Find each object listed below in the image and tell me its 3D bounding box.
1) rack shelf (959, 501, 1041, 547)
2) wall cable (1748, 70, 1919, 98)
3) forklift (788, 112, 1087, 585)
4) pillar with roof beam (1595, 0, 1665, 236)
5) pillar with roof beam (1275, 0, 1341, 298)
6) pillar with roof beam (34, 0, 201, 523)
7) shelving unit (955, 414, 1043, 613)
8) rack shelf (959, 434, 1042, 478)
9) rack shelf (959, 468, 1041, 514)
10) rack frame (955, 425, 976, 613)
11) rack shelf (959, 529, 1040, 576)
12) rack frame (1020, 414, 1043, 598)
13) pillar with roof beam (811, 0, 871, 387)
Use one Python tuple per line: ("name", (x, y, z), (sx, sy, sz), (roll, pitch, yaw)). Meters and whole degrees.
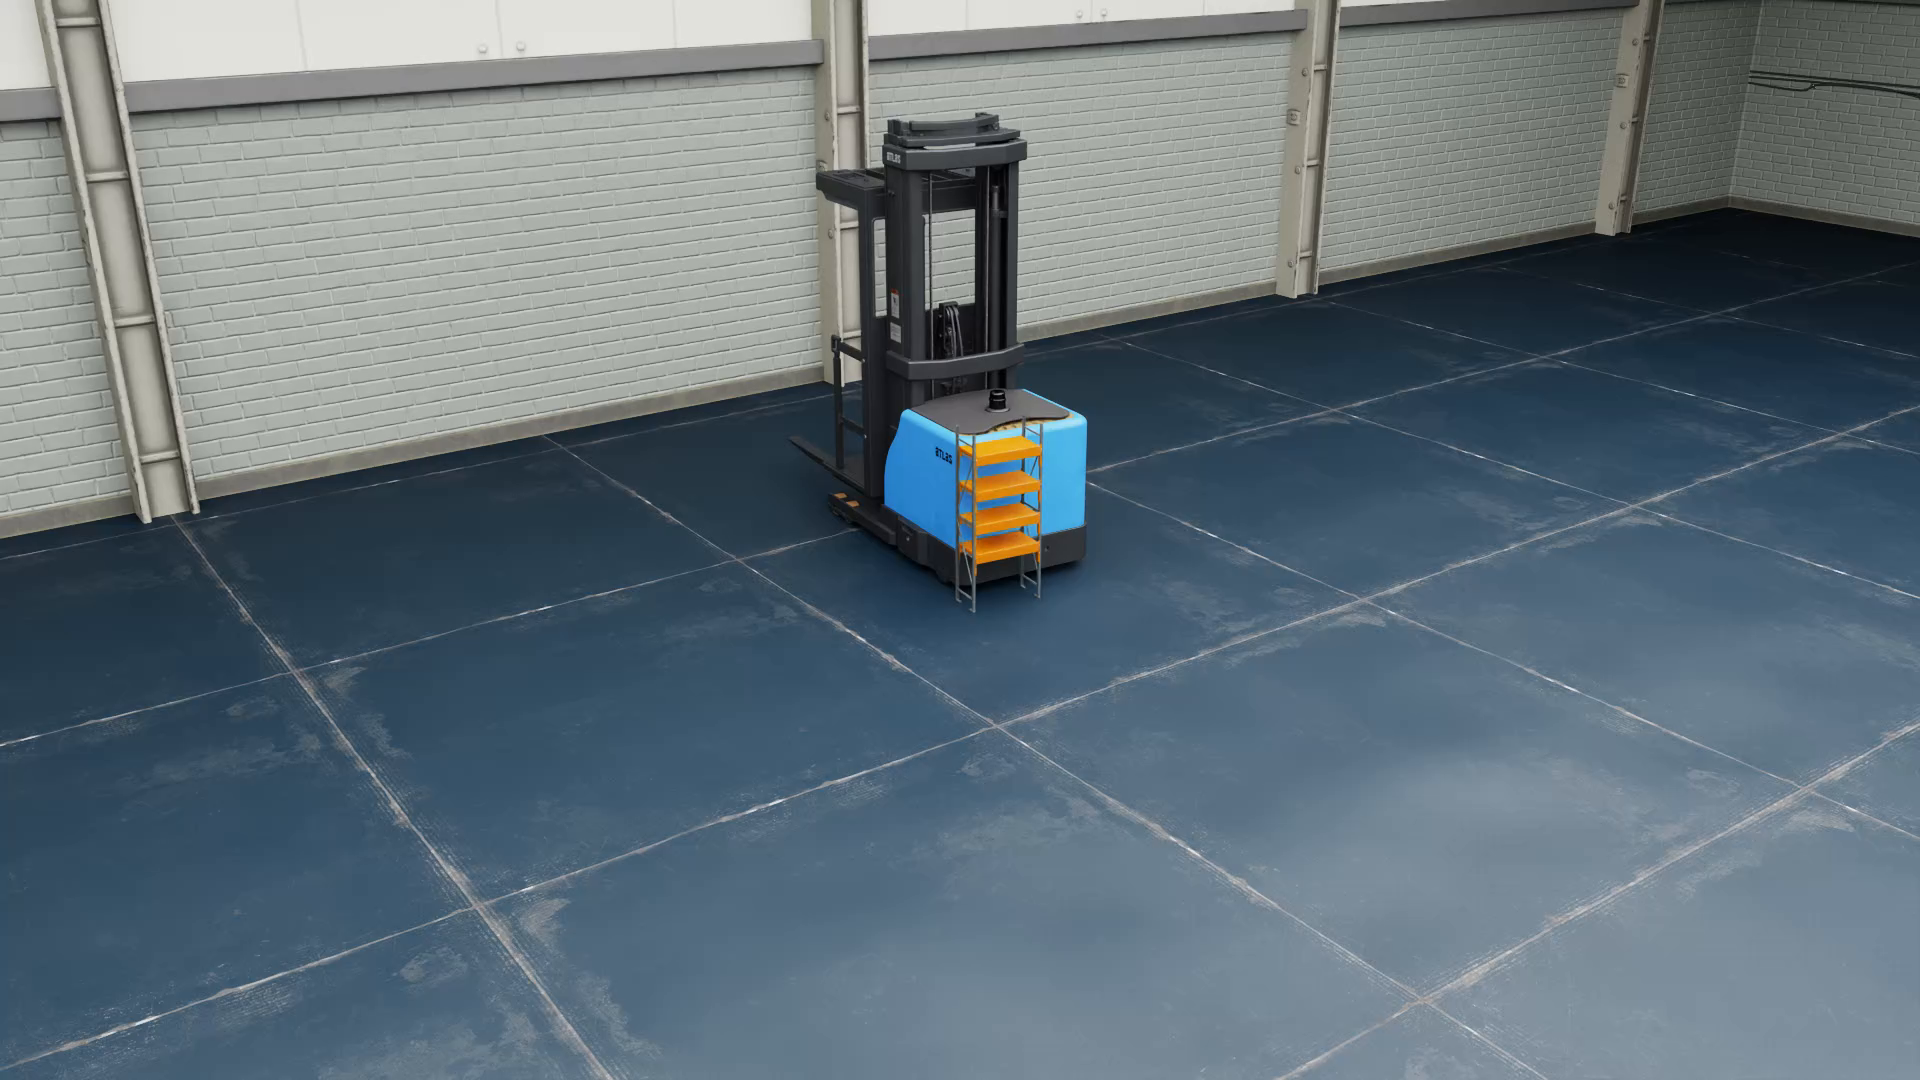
("rack shelf", (0.249, -0.108, 10.729), (0.480, 0.148, 0.258), (-11, 24, -26))
("wall cable", (11.856, -7.083, 21.695), (0.112, 2.526, 3.097), (-15, 26, -33))
("forklift", (-0.322, -1.562, 11.855), (1.130, 2.935, 3.031), (-12, 25, -28))
("pillar with roof beam", (11.207, -6.991, 17.273), (0.400, 9.000, 9.100), (-15, 26, -33))
("pillar with roof beam", (6.336, -5.692, 14.018), (0.400, 9.000, 9.100), (-15, 26, -33))
("pillar with roof beam", (-3.405, -3.094, 7.509), (0.400, 9.000, 9.100), (-15, 26, -33))
("shelving unit", (0.249, -0.170, 10.704), (0.503, 1.200, 0.258), (-11, 24, -26))
("rack shelf", (0.249, -0.535, 10.559), (0.480, 0.148, 0.258), (-11, 24, -26))
("rack shelf", (0.249, -0.316, 10.646), (0.480, 0.148, 0.258), (-11, 24, -26))
("rack frame", (0.035, -0.127, 10.596), (0.015, 1.200, 0.240), (-11, 24, -26))
("rack shelf", (0.249, 0.077, 10.803), (0.480, 0.148, 0.258), (-11, 24, -26))
("rack frame", (0.463, -0.214, 10.813), (0.015, 1.200, 0.240), (-11, 24, -26))
("pillar with roof beam", (1.466, -4.393, 10.764), (0.400, 9.000, 9.100), (-15, 26, -33))
